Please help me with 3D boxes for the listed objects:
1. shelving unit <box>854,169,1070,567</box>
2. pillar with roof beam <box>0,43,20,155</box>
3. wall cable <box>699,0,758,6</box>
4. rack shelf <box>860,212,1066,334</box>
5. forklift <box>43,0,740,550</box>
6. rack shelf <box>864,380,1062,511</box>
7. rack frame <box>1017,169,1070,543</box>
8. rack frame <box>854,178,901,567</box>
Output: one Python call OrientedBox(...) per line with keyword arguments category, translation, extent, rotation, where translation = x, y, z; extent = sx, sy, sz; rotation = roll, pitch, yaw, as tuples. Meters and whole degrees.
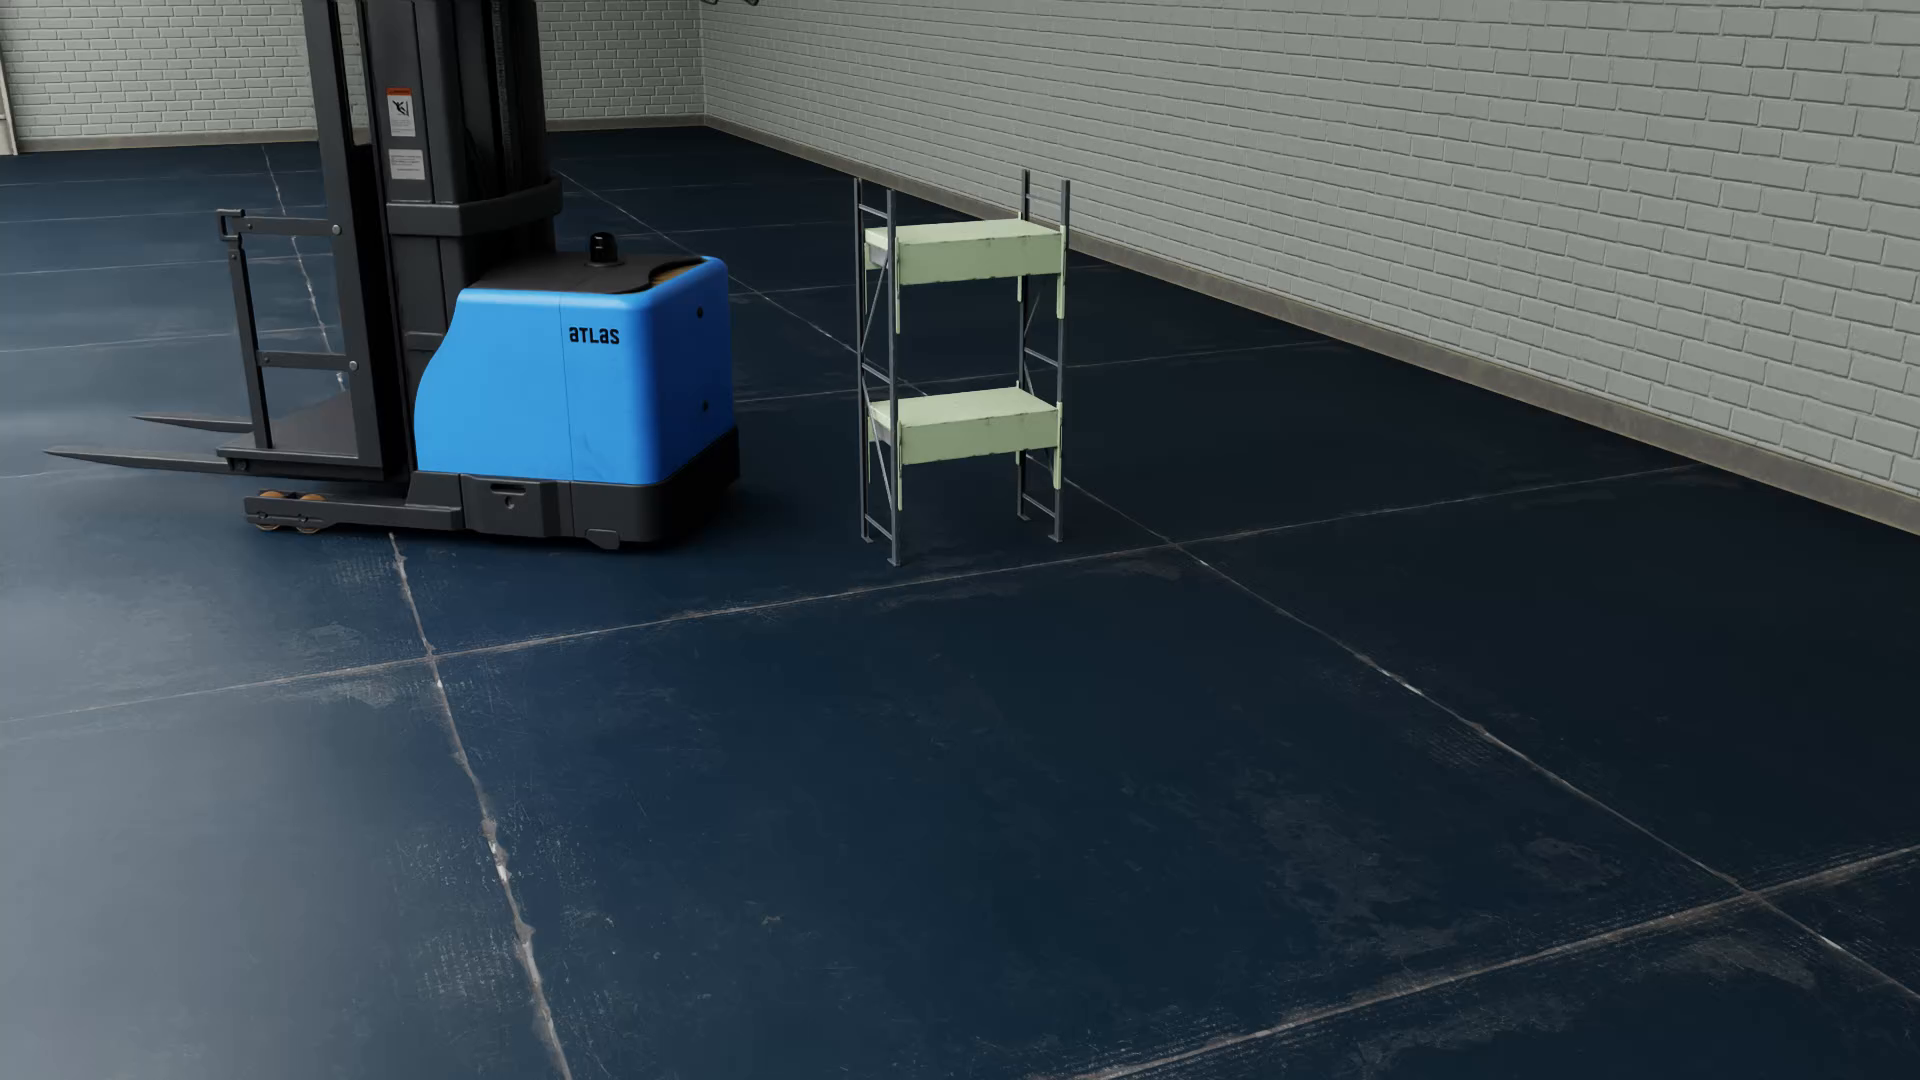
OrientedBox(category="shelving unit", translation=(0.006, -0.708, 6.775), extent=(0.755, 1.500, 0.431), rotation=(-8, 21, -22))
OrientedBox(category="pillar with roof beam", translation=(-10.168, -7.711, 15.371), extent=(0.400, 9.000, 9.100), rotation=(-8, 21, -22))
OrientedBox(category="wall cable", translation=(-3.135, -8.332, 21.812), extent=(0.112, 2.526, 3.097), rotation=(-8, 21, -22))
OrientedBox(category="rack shelf", translation=(0.006, -1.076, 6.646), extent=(0.720, 0.370, 0.431), rotation=(-8, 21, -22))
OrientedBox(category="forklift", translation=(-2.583, -1.575, 7.081), extent=(3.031, 2.935, 1.130), rotation=(4, 20, 11))
OrientedBox(category="rack shelf", translation=(0.006, -0.401, 6.884), extent=(0.720, 0.370, 0.431), rotation=(-8, 21, -22))
OrientedBox(category="rack frame", translation=(0.342, -0.756, 6.912), extent=(0.023, 1.500, 0.400), rotation=(-8, 21, -22))
OrientedBox(category="rack frame", translation=(-0.330, -0.660, 6.639), extent=(0.023, 1.500, 0.400), rotation=(-8, 21, -22))
